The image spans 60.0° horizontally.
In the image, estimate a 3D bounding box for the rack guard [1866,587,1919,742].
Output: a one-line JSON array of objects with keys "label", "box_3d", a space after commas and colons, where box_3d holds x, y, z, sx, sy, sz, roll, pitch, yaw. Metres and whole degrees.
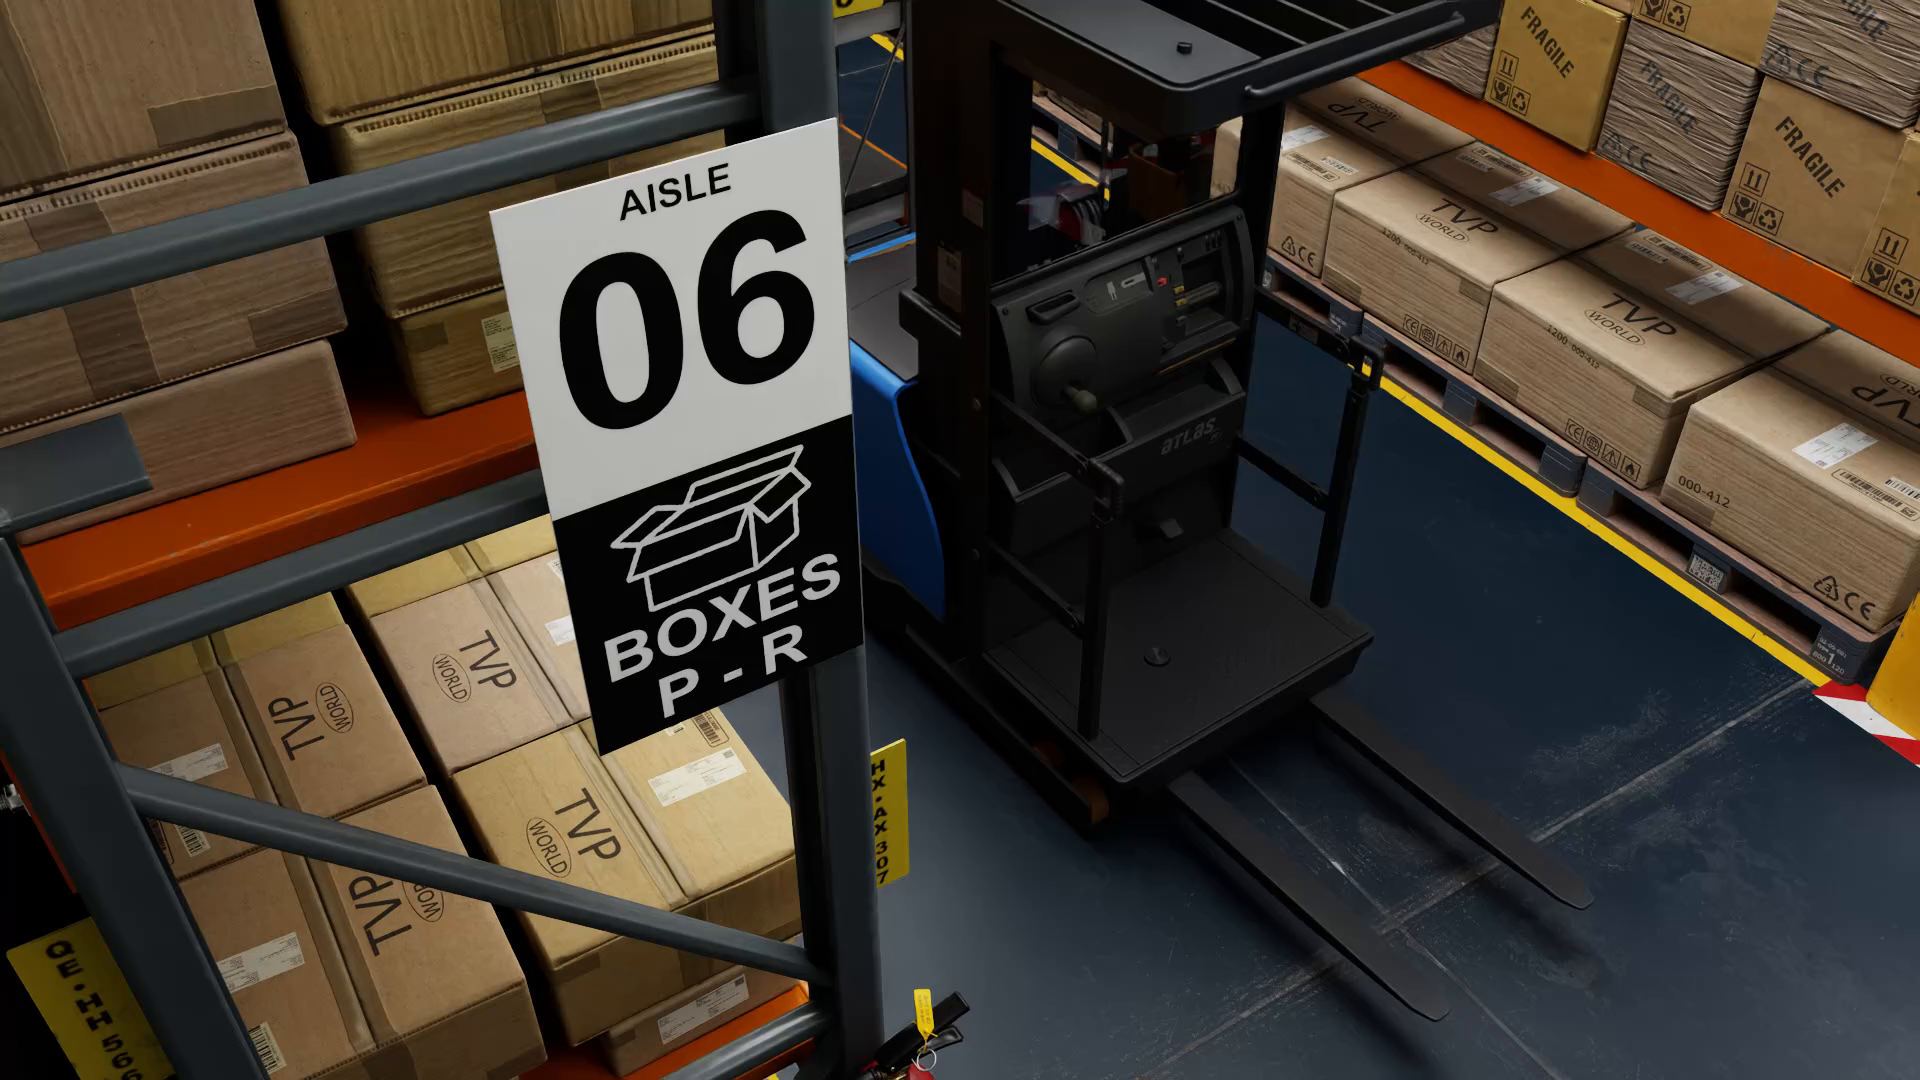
[{"label": "rack guard", "box_3d": [3.610, 0.235, 5.577, 1.175, 0.500, 0.348, -22, 45, -24]}]

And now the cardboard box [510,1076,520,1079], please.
[{"label": "cardboard box", "box_3d": [-0.990, 0.983, 2.924, 0.380, 0.149, 0.250, -23, 45, -25]}]

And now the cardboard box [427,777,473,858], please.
[{"label": "cardboard box", "box_3d": [-0.877, 0.546, 3.448, 0.380, 0.149, 0.250, -23, 45, -25]}]

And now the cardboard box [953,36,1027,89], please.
[{"label": "cardboard box", "box_3d": [0.554, -3.034, 8.880, 0.875, 0.875, 0.875, -21, 44, -23]}]

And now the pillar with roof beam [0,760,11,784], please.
[{"label": "pillar with roof beam", "box_3d": [0.508, -4.287, 4.365, 9.100, 9.000, 0.400, -22, 45, -24]}]

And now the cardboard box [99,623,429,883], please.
[{"label": "cardboard box", "box_3d": [-1.333, 0.480, 3.215, 0.500, 0.250, 0.500, -22, 45, -24]}]

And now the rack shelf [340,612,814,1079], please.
[{"label": "rack shelf", "box_3d": [-1.661, 0.170, 4.265, 1.077, 0.370, 4.000, -22, 45, -24]}]

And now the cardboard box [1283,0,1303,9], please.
[{"label": "cardboard box", "box_3d": [1.478, -2.592, 6.939, 0.500, 0.500, 0.500, -21, 44, -23]}]

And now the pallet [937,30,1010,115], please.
[{"label": "pallet", "box_3d": [0.308, -2.875, 9.536, 1.003, 0.211, 1.213, -22, 45, -24]}]

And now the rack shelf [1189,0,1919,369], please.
[{"label": "rack shelf", "box_3d": [2.522, -1.541, 6.318, 1.077, 0.370, 4.000, -22, 45, -24]}]

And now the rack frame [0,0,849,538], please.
[{"label": "rack frame", "box_3d": [-0.586, -1.332, 0.819, 1.000, 3.000, 0.127, -22, 45, -24]}]

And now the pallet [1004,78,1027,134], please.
[{"label": "pallet", "box_3d": [0.968, -2.216, 8.745, 1.003, 0.211, 1.213, -22, 45, -24]}]

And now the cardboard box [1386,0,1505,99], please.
[{"label": "cardboard box", "box_3d": [2.007, -2.048, 6.287, 0.500, 0.500, 0.500, -22, 45, -24]}]

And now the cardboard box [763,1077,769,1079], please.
[{"label": "cardboard box", "box_3d": [-0.835, 1.408, 3.840, 0.797, 0.503, 0.637, -24, 45, -26]}]

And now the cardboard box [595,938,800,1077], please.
[{"label": "cardboard box", "box_3d": [-0.531, 0.797, 3.146, 0.380, 0.149, 0.250, -23, 45, -25]}]

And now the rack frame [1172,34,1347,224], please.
[{"label": "rack frame", "box_3d": [1.447, -2.897, 7.383, 1.000, 3.000, 0.127, -22, 45, -24]}]

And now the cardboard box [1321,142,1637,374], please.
[{"label": "cardboard box", "box_3d": [2.176, -1.215, 7.038, 0.875, 0.438, 0.875, -24, 45, -26]}]

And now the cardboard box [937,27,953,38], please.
[{"label": "cardboard box", "box_3d": [0.073, -3.517, 9.459, 0.875, 0.875, 0.875, -22, 44, -24]}]

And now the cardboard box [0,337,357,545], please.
[{"label": "cardboard box", "box_3d": [-0.953, -0.176, 1.972, 0.380, 0.149, 0.250, -21, 44, -23]}]

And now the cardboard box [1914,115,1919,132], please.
[{"label": "cardboard box", "box_3d": [3.137, -1.339, 4.654, 0.500, 0.500, 0.500, -21, 44, -23]}]

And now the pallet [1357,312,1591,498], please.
[{"label": "pallet", "box_3d": [2.450, -0.729, 6.960, 1.003, 0.211, 1.213, -22, 45, -24]}]

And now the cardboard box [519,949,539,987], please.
[{"label": "cardboard box", "box_3d": [-0.707, 0.676, 3.292, 0.380, 0.149, 0.250, -21, 44, -23]}]

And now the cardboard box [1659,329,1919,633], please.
[{"label": "cardboard box", "box_3d": [3.158, -0.237, 5.864, 0.875, 0.438, 0.875, -24, 45, -26]}]

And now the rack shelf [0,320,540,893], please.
[{"label": "rack shelf", "box_3d": [-1.661, -0.983, 3.305, 1.077, 0.370, 4.000, -22, 45, -24]}]

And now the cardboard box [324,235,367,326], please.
[{"label": "cardboard box", "box_3d": [-0.724, -0.468, 2.321, 0.380, 0.149, 0.250, -21, 44, -24]}]

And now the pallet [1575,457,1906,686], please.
[{"label": "pallet", "box_3d": [3.102, -0.071, 6.171, 1.003, 0.211, 1.213, -22, 45, -24]}]

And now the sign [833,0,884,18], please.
[{"label": "sign", "box_3d": [-0.128, -0.702, 1.724, 0.100, 0.325, 0.005, -22, 45, -24]}]

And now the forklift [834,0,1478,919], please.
[{"label": "forklift", "box_3d": [0.372, -0.805, 4.926, 1.130, 2.935, 3.031, -25, 46, -27]}]

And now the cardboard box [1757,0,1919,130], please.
[{"label": "cardboard box", "box_3d": [2.832, -1.611, 4.981, 0.500, 0.500, 0.500, -22, 45, -24]}]

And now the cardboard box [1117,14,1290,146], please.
[{"label": "cardboard box", "box_3d": [1.046, -2.549, 8.298, 0.875, 0.875, 0.875, -21, 44, -23]}]

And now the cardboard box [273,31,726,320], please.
[{"label": "cardboard box", "box_3d": [-0.594, -0.570, 2.132, 0.500, 0.250, 0.500, -23, 45, -25]}]

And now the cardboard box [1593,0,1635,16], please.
[{"label": "cardboard box", "box_3d": [2.300, -2.151, 5.629, 0.500, 0.500, 0.500, -23, 45, -25]}]

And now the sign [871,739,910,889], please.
[{"label": "sign", "box_3d": [-0.128, 0.453, 2.687, 0.100, 0.325, 0.005, -22, 45, -24]}]

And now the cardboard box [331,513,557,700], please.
[{"label": "cardboard box", "box_3d": [-1.149, 0.034, 3.751, 0.500, 0.250, 0.500, -23, 45, -25]}]

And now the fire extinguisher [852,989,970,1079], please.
[{"label": "fire extinguisher", "box_3d": [-0.117, 1.066, 2.979, 0.296, 0.674, 0.183, -22, 45, -24]}]

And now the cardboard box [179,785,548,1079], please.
[{"label": "cardboard box", "box_3d": [-1.057, 0.759, 2.881, 0.500, 0.250, 0.500, -21, 44, -23]}]

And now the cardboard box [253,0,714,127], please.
[{"label": "cardboard box", "box_3d": [-0.612, -0.754, 1.963, 0.500, 0.250, 0.500, -23, 45, -25]}]

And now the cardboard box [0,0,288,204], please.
[{"label": "cardboard box", "box_3d": [-1.060, -0.572, 1.745, 0.500, 0.250, 0.500, -23, 45, -26]}]

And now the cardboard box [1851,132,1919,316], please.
[{"label": "cardboard box", "box_3d": [3.115, -0.946, 4.964, 0.500, 0.500, 0.500, -22, 45, -24]}]

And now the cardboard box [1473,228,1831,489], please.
[{"label": "cardboard box", "box_3d": [2.659, -0.728, 6.454, 0.875, 0.438, 0.875, -21, 44, -23]}]

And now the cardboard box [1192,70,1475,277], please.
[{"label": "cardboard box", "box_3d": [1.694, -1.698, 7.618, 0.875, 0.438, 0.875, -23, 45, -25]}]

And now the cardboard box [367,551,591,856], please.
[{"label": "cardboard box", "box_3d": [-0.874, 0.306, 3.424, 0.500, 0.250, 0.500, -22, 44, -24]}]

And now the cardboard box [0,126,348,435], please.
[{"label": "cardboard box", "box_3d": [-1.054, -0.383, 1.908, 0.500, 0.250, 0.500, -23, 45, -25]}]

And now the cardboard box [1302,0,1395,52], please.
[{"label": "cardboard box", "box_3d": [1.745, -2.319, 6.612, 0.500, 0.500, 0.500, -22, 45, -24]}]

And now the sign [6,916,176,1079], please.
[{"label": "sign", "box_3d": [-1.064, 0.587, 2.051, 0.100, 0.325, 0.005, -22, 45, -24]}]

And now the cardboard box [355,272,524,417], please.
[{"label": "cardboard box", "box_3d": [-0.561, -0.335, 2.162, 0.380, 0.149, 0.250, -21, 44, -24]}]

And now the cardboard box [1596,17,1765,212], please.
[{"label": "cardboard box", "box_3d": [2.573, -1.496, 5.624, 0.500, 0.500, 0.500, -21, 44, -23]}]

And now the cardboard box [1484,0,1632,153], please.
[{"label": "cardboard box", "box_3d": [2.284, -1.770, 5.953, 0.500, 0.500, 0.500, -21, 44, -23]}]

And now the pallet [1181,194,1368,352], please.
[{"label": "pallet", "box_3d": [1.790, -1.388, 7.751, 1.003, 0.211, 1.213, -22, 45, -24]}]

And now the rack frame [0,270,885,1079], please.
[{"label": "rack frame", "box_3d": [-0.586, 0.973, 2.740, 1.000, 3.000, 0.127, -22, 45, -24]}]

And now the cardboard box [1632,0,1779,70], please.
[{"label": "cardboard box", "box_3d": [2.569, -1.879, 5.302, 0.500, 0.500, 0.500, -22, 45, -25]}]

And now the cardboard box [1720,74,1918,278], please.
[{"label": "cardboard box", "box_3d": [2.858, -1.222, 5.295, 0.500, 0.500, 0.500, -23, 45, -25]}]

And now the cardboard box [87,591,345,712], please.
[{"label": "cardboard box", "box_3d": [-1.595, 0.211, 3.538, 0.500, 0.250, 0.500, -21, 44, -23]}]

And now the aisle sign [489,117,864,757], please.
[{"label": "aisle sign", "box_3d": [-0.301, -0.090, 1.985, 0.394, 0.787, 0.004, -22, 45, -24]}]

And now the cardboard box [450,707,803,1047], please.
[{"label": "cardboard box", "box_3d": [-0.602, 0.578, 3.098, 0.500, 0.250, 0.500, -22, 45, -24]}]
